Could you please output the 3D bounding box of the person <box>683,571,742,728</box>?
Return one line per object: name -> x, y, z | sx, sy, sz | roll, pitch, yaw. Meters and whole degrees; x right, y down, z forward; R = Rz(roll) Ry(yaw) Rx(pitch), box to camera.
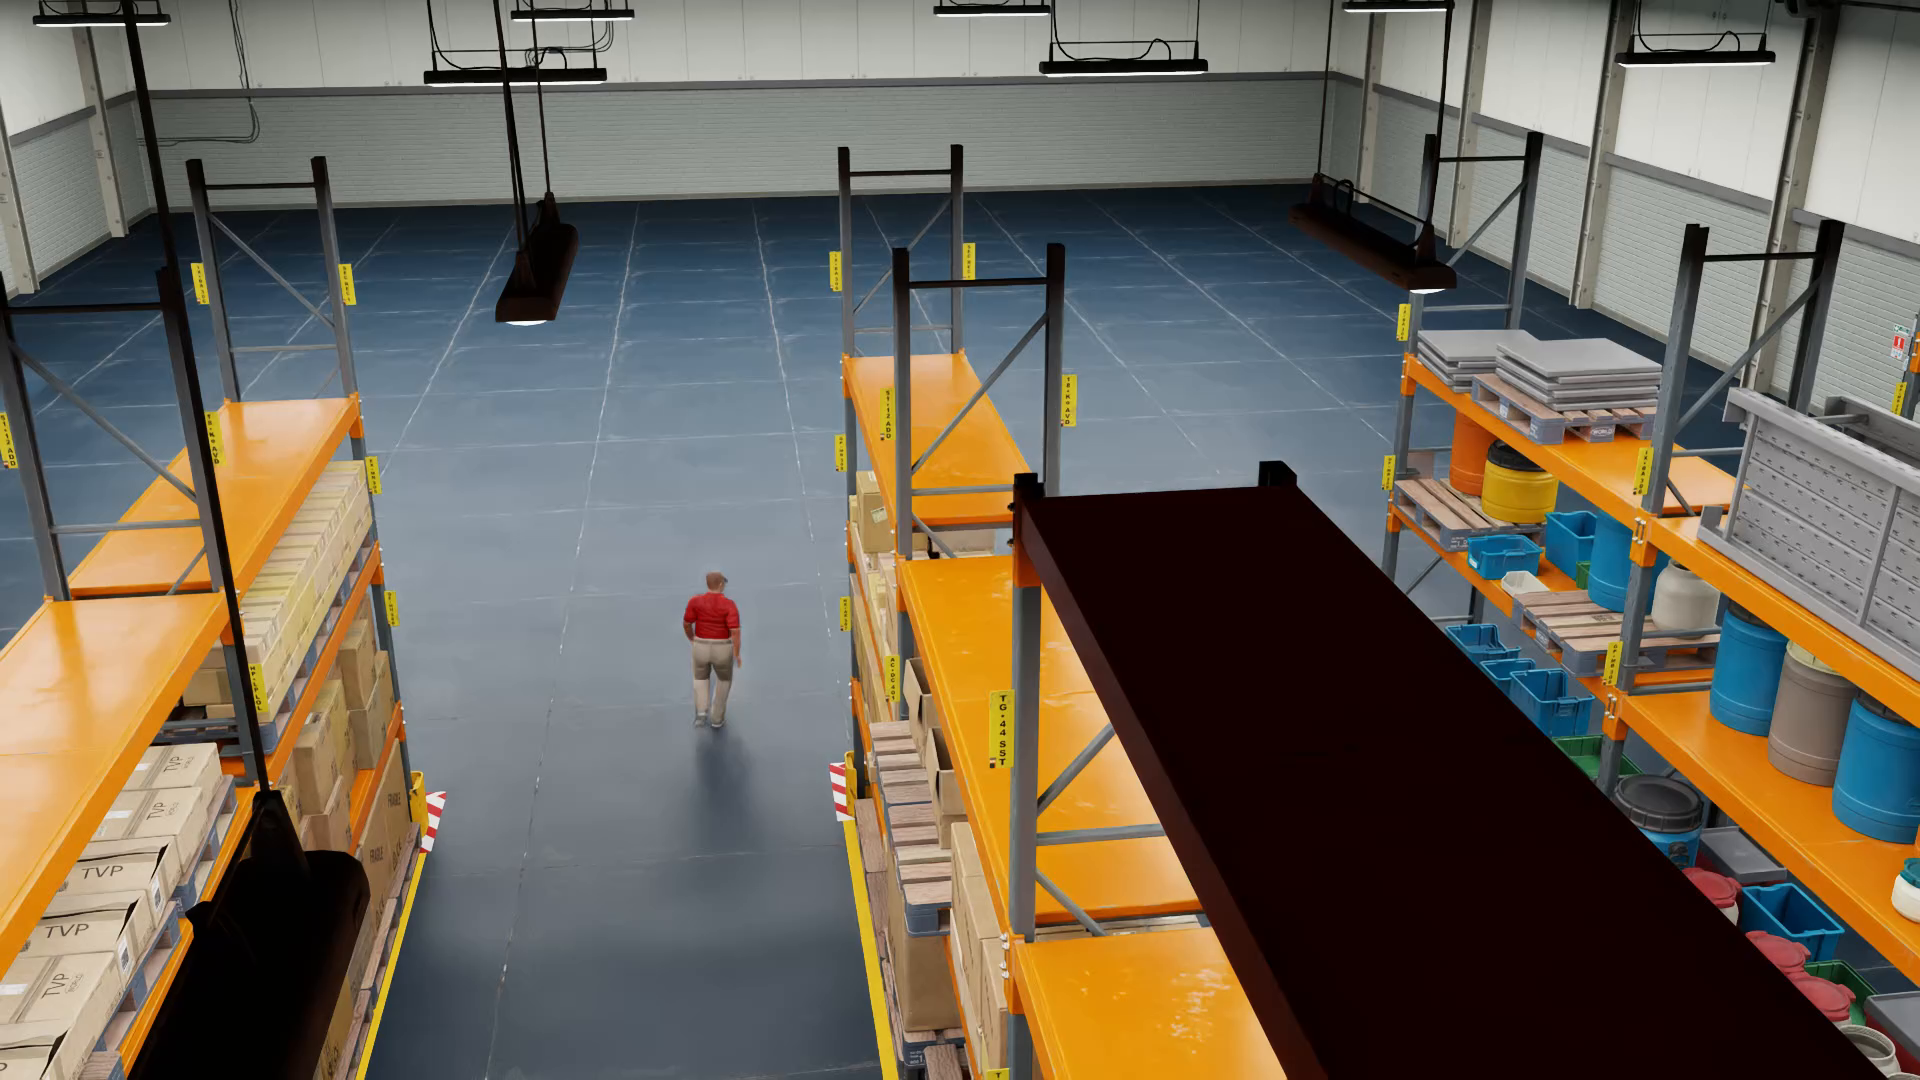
person -> -2.447, 1.130, 16.509 | 0.597, 1.704, 0.625 | 1, 22, 1
